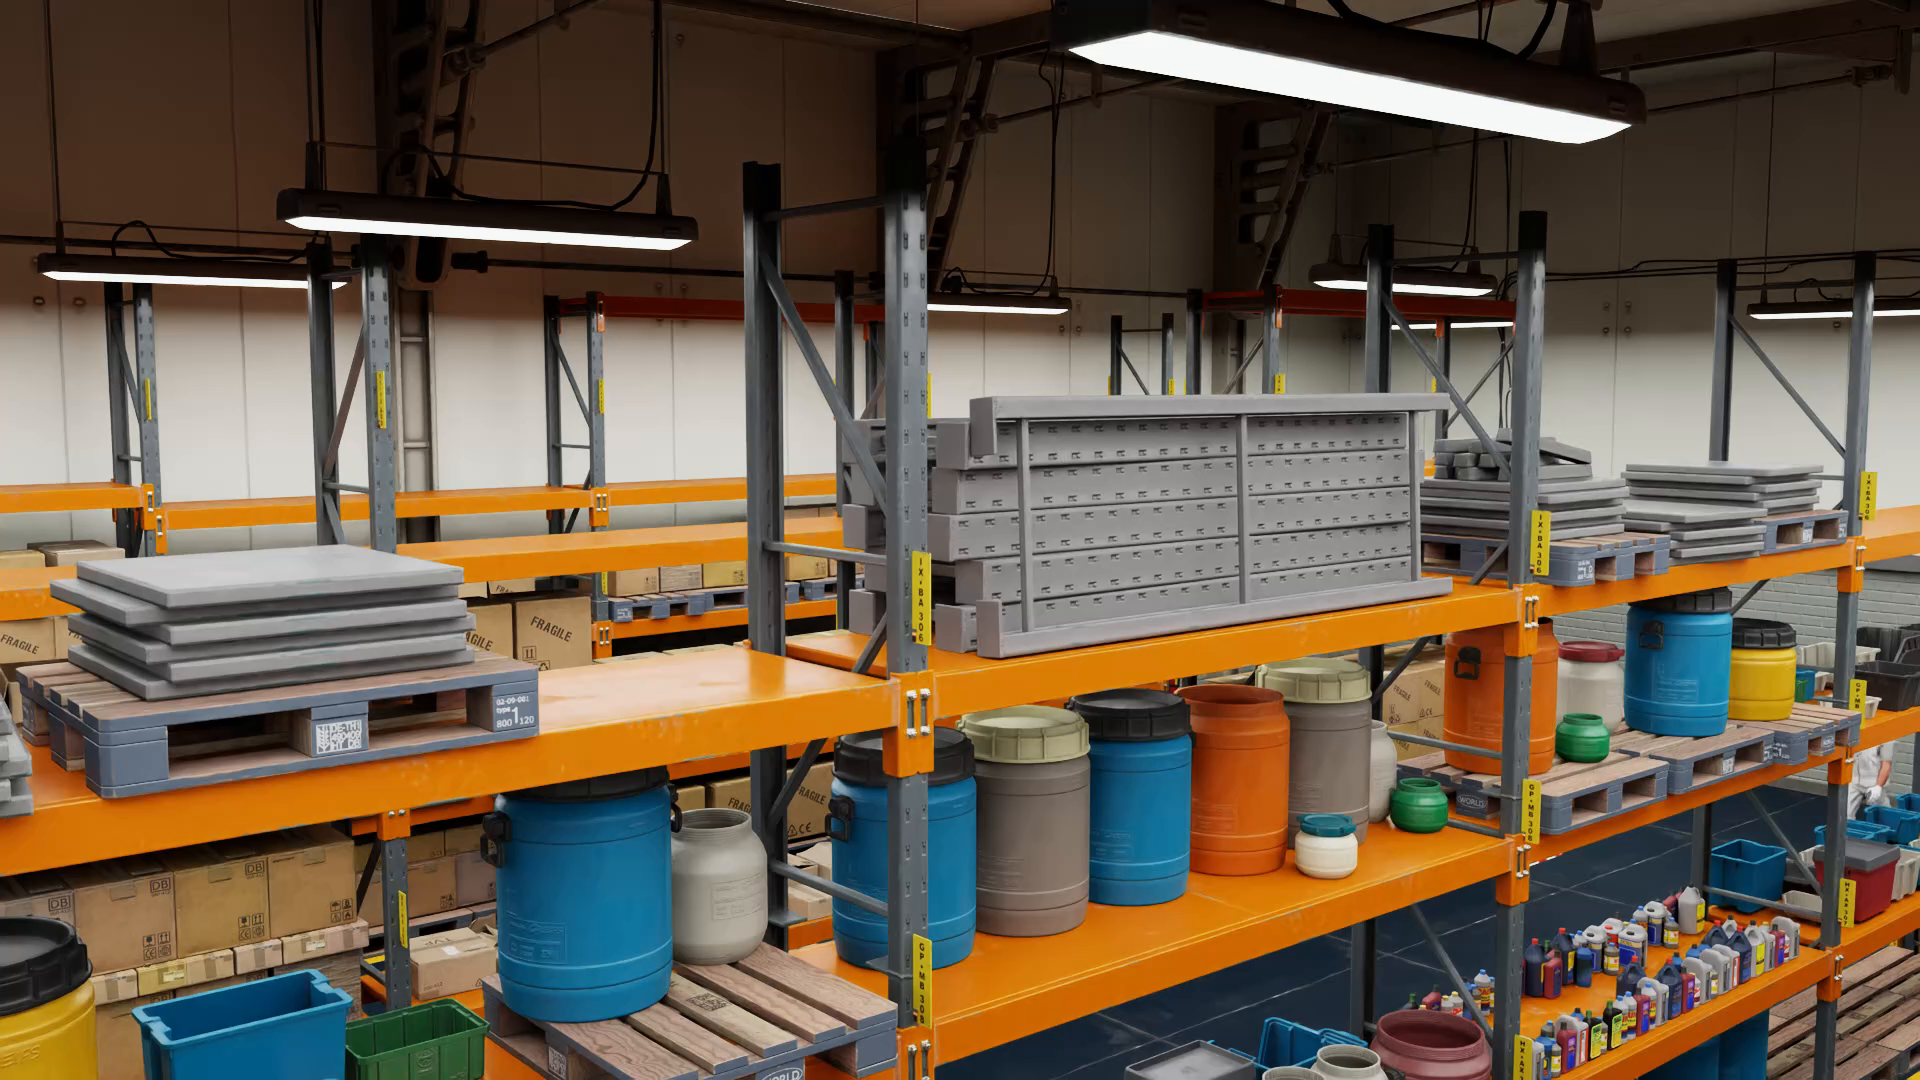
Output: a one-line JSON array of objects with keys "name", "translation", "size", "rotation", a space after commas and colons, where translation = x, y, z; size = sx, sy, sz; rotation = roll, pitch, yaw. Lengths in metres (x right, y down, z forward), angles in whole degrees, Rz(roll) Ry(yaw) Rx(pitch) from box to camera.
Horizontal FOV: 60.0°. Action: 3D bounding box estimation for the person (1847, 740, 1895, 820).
[{"name": "person", "translation": [9.493, 2.607, 17.455], "size": [0.904, 1.791, 0.549], "rotation": [-3, 6, -32]}]
